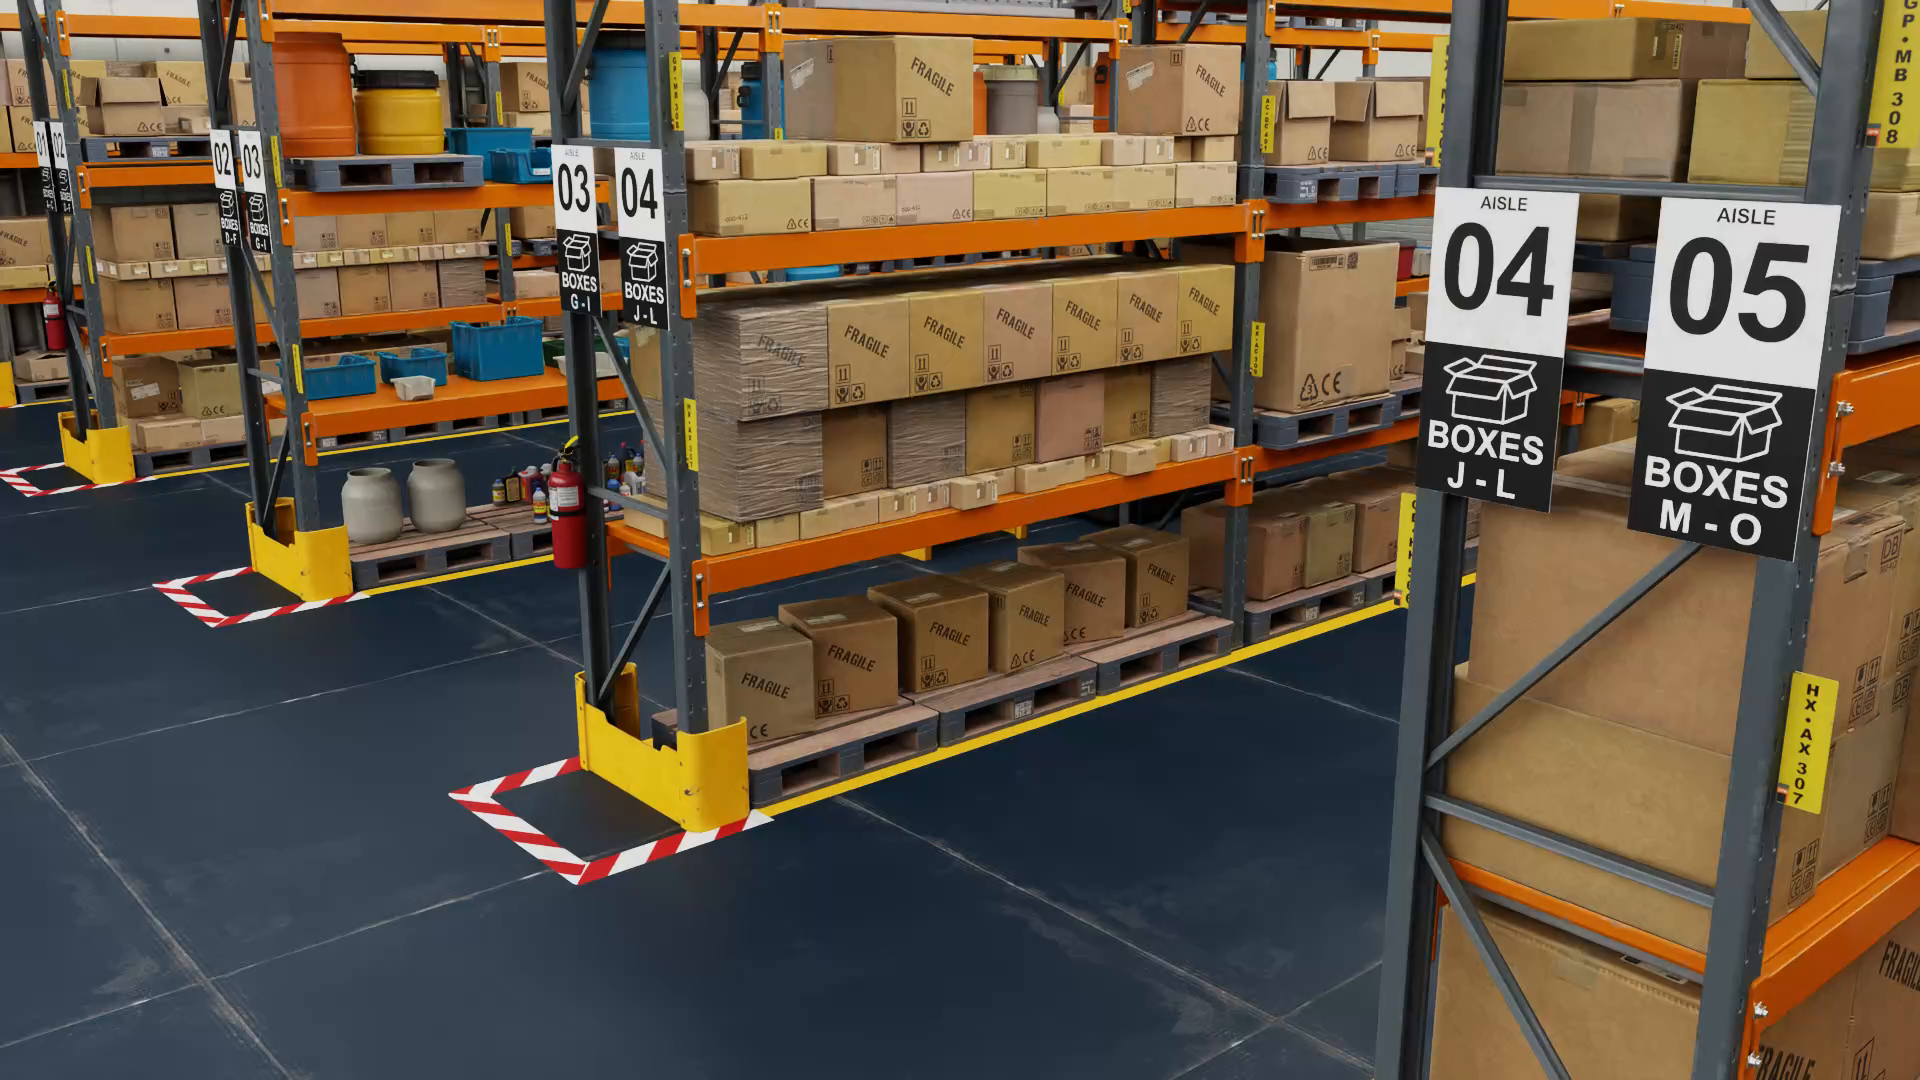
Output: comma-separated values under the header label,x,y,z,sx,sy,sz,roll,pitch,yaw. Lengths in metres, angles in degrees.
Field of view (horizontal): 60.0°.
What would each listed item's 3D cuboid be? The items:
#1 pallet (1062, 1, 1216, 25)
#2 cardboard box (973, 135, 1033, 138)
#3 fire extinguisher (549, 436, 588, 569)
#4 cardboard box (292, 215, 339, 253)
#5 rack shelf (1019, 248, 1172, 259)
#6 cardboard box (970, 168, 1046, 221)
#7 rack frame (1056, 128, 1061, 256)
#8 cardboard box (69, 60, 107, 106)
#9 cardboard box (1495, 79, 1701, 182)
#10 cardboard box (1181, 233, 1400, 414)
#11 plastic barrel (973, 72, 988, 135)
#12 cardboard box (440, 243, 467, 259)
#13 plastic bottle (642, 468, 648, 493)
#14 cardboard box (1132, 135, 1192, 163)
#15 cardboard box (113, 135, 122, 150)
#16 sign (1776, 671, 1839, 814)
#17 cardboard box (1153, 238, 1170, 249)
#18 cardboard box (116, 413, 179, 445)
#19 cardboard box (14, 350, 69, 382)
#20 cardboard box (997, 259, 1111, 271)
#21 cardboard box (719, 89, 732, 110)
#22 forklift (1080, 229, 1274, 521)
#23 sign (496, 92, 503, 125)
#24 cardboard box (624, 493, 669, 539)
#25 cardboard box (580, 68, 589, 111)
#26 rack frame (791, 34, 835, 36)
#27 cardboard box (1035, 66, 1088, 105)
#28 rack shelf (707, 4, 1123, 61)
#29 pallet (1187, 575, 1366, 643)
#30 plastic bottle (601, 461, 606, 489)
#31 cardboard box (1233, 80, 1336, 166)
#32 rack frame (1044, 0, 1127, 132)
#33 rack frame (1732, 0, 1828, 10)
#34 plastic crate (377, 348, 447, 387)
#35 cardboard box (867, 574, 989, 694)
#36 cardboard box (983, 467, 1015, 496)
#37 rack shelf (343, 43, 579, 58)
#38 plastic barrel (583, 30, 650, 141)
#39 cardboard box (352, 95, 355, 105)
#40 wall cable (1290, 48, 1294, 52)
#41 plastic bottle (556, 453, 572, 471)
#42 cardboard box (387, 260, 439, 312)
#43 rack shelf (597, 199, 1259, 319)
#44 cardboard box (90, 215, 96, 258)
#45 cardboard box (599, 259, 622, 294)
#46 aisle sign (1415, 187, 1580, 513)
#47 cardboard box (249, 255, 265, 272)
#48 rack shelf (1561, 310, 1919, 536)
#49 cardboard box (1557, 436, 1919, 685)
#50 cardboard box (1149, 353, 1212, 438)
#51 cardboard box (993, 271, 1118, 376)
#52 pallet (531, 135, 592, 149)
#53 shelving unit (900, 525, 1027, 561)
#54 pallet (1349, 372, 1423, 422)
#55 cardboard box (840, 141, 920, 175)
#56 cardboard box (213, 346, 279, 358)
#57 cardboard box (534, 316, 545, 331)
label,x,y,z,sx,sy,sz,roll,pitch,yaw
pallet,1.769,-5.216,16.479,1.003,0.211,1.213,-13,19,-39
cardboard box,0.201,-2.240,9.527,0.250,0.149,0.380,-13,20,-40
fire extinguisher,-1.968,-0.199,8.332,0.183,0.674,0.296,-13,19,-39
cardboard box,-6.528,-3.116,16.397,0.500,0.500,0.700,-13,19,-39
rack shelf,2.482,-4.119,24.253,4.000,0.370,1.077,-13,19,-39
cardboard box,0.105,-1.835,8.785,0.500,0.250,0.500,-12,19,-38
rack frame,0.974,-4.128,22.892,0.127,3.000,1.000,-13,19,-39
cardboard box,-10.093,-5.231,19.039,0.500,0.500,0.500,-12,19,-38
cardboard box,1.787,-1.092,4.421,0.500,0.250,0.500,-12,19,-39
cardboard box,2.130,-1.444,10.866,1.000,1.000,1.000,-12,19,-39
plastic barrel,-0.051,-3.934,15.522,0.708,0.830,0.600,-13,19,-39
cardboard box,-5.314,-3.005,17.237,0.250,0.149,0.380,-13,20,-41
plastic bottle,-2.498,-0.488,13.545,0.185,0.351,0.144,-13,20,-40
cardboard box,1.122,-2.274,9.657,0.250,0.149,0.380,-12,19,-39
cardboard box,-9.709,-4.842,19.519,0.500,0.500,0.500,-11,19,-36
sign,1.961,0.469,3.849,0.005,0.325,0.100,-13,19,-39
cardboard box,2.683,-4.468,23.970,0.500,0.500,0.500,-13,20,-40
cardboard box,-7.868,-1.118,16.137,0.500,0.250,0.500,-13,19,-39
cardboard box,-10.753,-2.072,19.553,0.500,0.311,0.500,13,20,41
cardboard box,0.556,-1.407,9.997,0.500,0.500,0.500,-13,19,-39
cardboard box,-3.814,-6.495,24.894,0.500,0.500,0.700,-13,20,-39
forklift,2.066,-1.844,14.473,3.031,2.935,1.130,-12,19,-38
sign,-4.696,-4.402,16.950,0.005,0.325,0.100,-13,19,-39
cardboard box,-1.499,-0.133,8.422,0.250,0.149,0.380,-13,19,-39
cardboard box,-4.156,-4.912,18.040,0.500,0.500,0.500,-10,18,-34
rack frame,-2.281,-7.990,25.725,0.127,3.000,1.000,-13,19,-39
cardboard box,1.315,-6.198,22.699,0.500,0.500,0.700,-13,19,-39
rack shelf,-0.304,-4.504,14.844,4.000,0.370,1.077,-13,19,-39
pallet,2.025,0.371,11.450,1.213,0.211,1.003,-13,19,-39
plastic bottle,-3.041,-0.520,13.809,0.135,0.276,0.152,-13,19,-39
cardboard box,1.858,-2.606,10.367,0.637,0.503,0.797,-14,20,-42
rack frame,1.205,-5.384,15.968,0.127,3.000,1.000,-13,19,-39
rack frame,7.474,-5.097,14.895,0.127,3.000,1.000,-13,19,-39
plastic crate,-4.155,-1.310,12.631,0.408,0.251,0.499,-13,19,-39
cardboard box,-0.184,0.526,9.498,0.500,0.500,0.500,-10,18,-34
cardboard box,0.089,-0.350,9.234,0.250,0.149,0.380,-13,19,-39
rack shelf,-6.807,-6.433,22.065,4.000,0.370,1.077,-13,19,-39
plastic barrel,-2.634,-3.554,13.146,0.708,0.901,0.600,-13,19,-39
cardboard box,-6.387,-4.288,16.393,0.637,0.503,0.797,-10,18,-33
wall cable,7.014,-9.969,29.366,0.112,2.526,3.097,-13,19,-39
plastic bottle,-3.297,-0.549,13.774,0.185,0.351,0.144,-12,19,-37
cardboard box,-5.786,-2.654,17.180,0.500,0.500,0.700,-13,20,-40
rack shelf,-0.070,-1.606,9.033,4.000,0.370,1.077,-13,19,-39
cardboard box,-10.003,-3.549,19.522,0.500,0.500,0.500,-13,20,-41
cardboard box,-4.074,-3.037,18.614,0.500,0.500,0.500,-11,18,-35
aisle sign,1.350,-0.486,4.218,0.004,0.787,0.394,-13,19,-39
cardboard box,-6.864,-2.657,15.932,0.250,0.149,0.380,-14,20,-41
rack shelf,3.110,-0.624,5.354,4.000,0.370,1.077,-13,19,-39
cardboard box,2.260,0.056,4.844,0.550,0.550,0.875,-13,19,-39
cardboard box,1.059,-0.971,10.304,0.500,0.500,0.875,-13,19,-39
cardboard box,0.526,-1.219,9.295,0.500,0.500,0.500,-13,19,-39
pallet,-4.405,-4.281,18.024,1.217,0.209,0.805,-14,20,-42
shelving unit,-0.058,-0.712,13.008,1.083,1.500,0.587,-13,19,-39
pallet,2.990,-1.085,11.872,1.213,0.211,1.003,-13,19,-39
cardboard box,-0.412,-1.901,8.261,0.250,0.149,0.380,-13,20,-40
cardboard box,-7.125,-1.653,16.687,0.500,0.500,0.500,-13,19,-39
cardboard box,-6.272,-3.222,23.492,0.500,0.500,0.700,-13,20,-39
